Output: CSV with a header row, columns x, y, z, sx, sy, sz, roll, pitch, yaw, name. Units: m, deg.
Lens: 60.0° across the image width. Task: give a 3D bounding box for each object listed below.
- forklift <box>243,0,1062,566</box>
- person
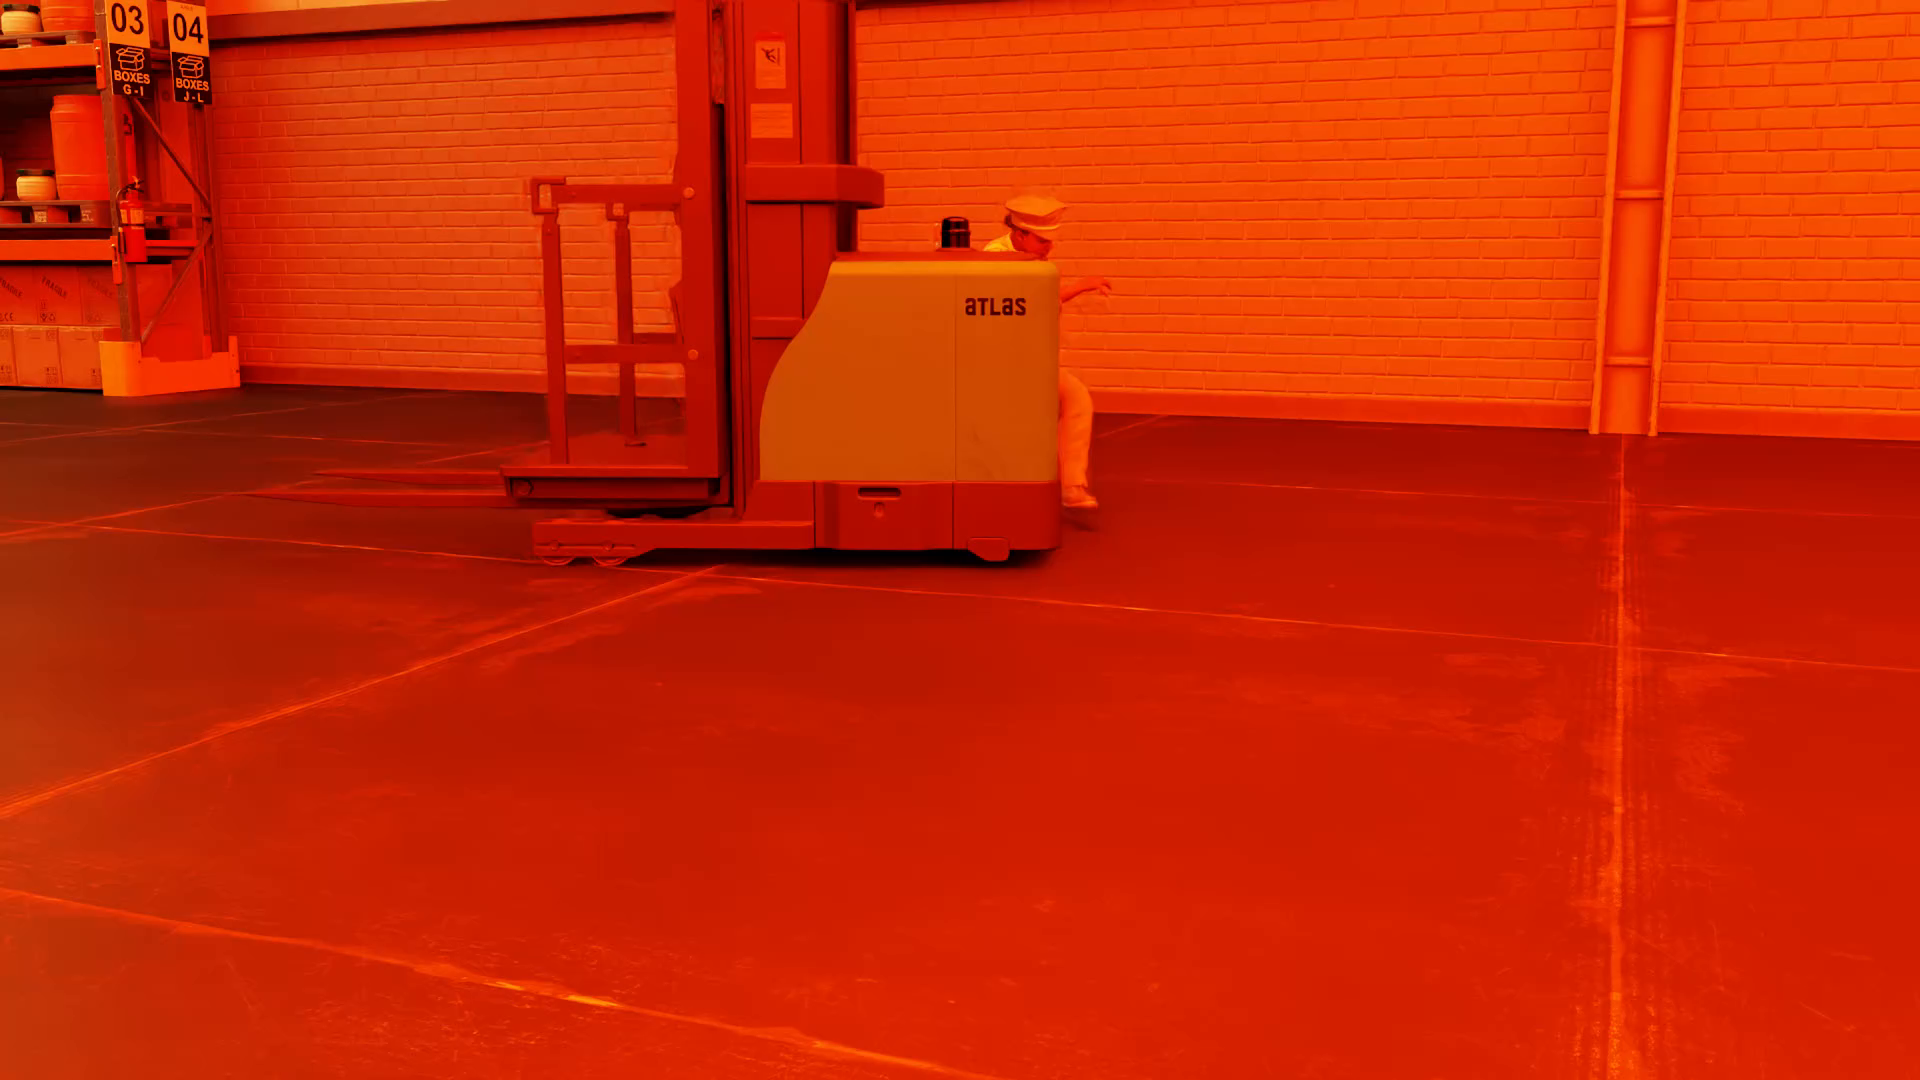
x,y,z,sx,sy,sz,roll,pitch,yaw,name
-1.131,-1.439,6.202,3.031,2.935,1.130,0,10,3,forklift
0.396,-0.784,7.191,0.892,1.383,1.125,8,13,40,person
